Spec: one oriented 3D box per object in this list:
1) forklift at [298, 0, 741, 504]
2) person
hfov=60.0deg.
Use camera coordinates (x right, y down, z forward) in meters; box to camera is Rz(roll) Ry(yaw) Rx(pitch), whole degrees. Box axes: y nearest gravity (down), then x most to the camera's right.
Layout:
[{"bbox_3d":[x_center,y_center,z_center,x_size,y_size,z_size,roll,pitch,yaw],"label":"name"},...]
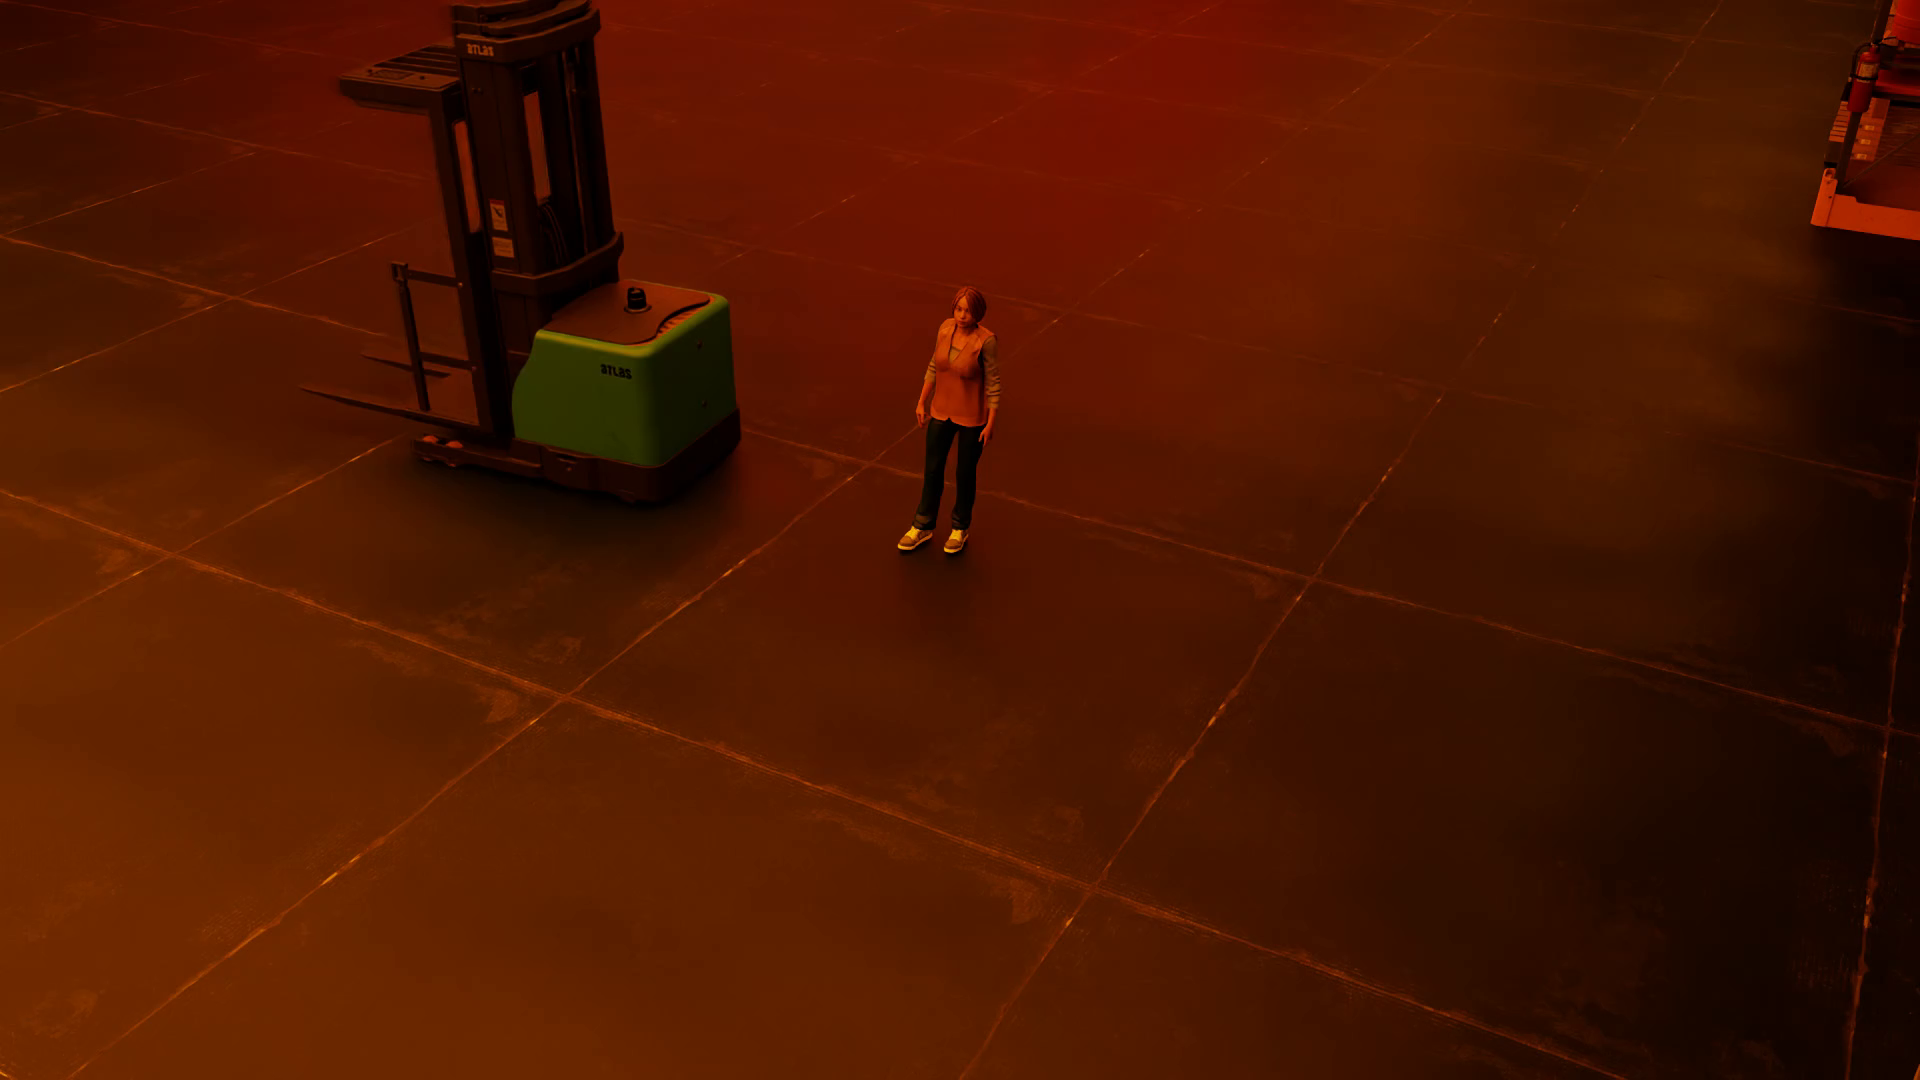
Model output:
[{"bbox_3d":[-3.012,-1.972,10.487,3.031,2.935,1.130,13,32,21],"label":"forklift"},{"bbox_3d":[-0.049,-0.669,9.549,0.520,1.599,0.473,15,33,25],"label":"person"}]
